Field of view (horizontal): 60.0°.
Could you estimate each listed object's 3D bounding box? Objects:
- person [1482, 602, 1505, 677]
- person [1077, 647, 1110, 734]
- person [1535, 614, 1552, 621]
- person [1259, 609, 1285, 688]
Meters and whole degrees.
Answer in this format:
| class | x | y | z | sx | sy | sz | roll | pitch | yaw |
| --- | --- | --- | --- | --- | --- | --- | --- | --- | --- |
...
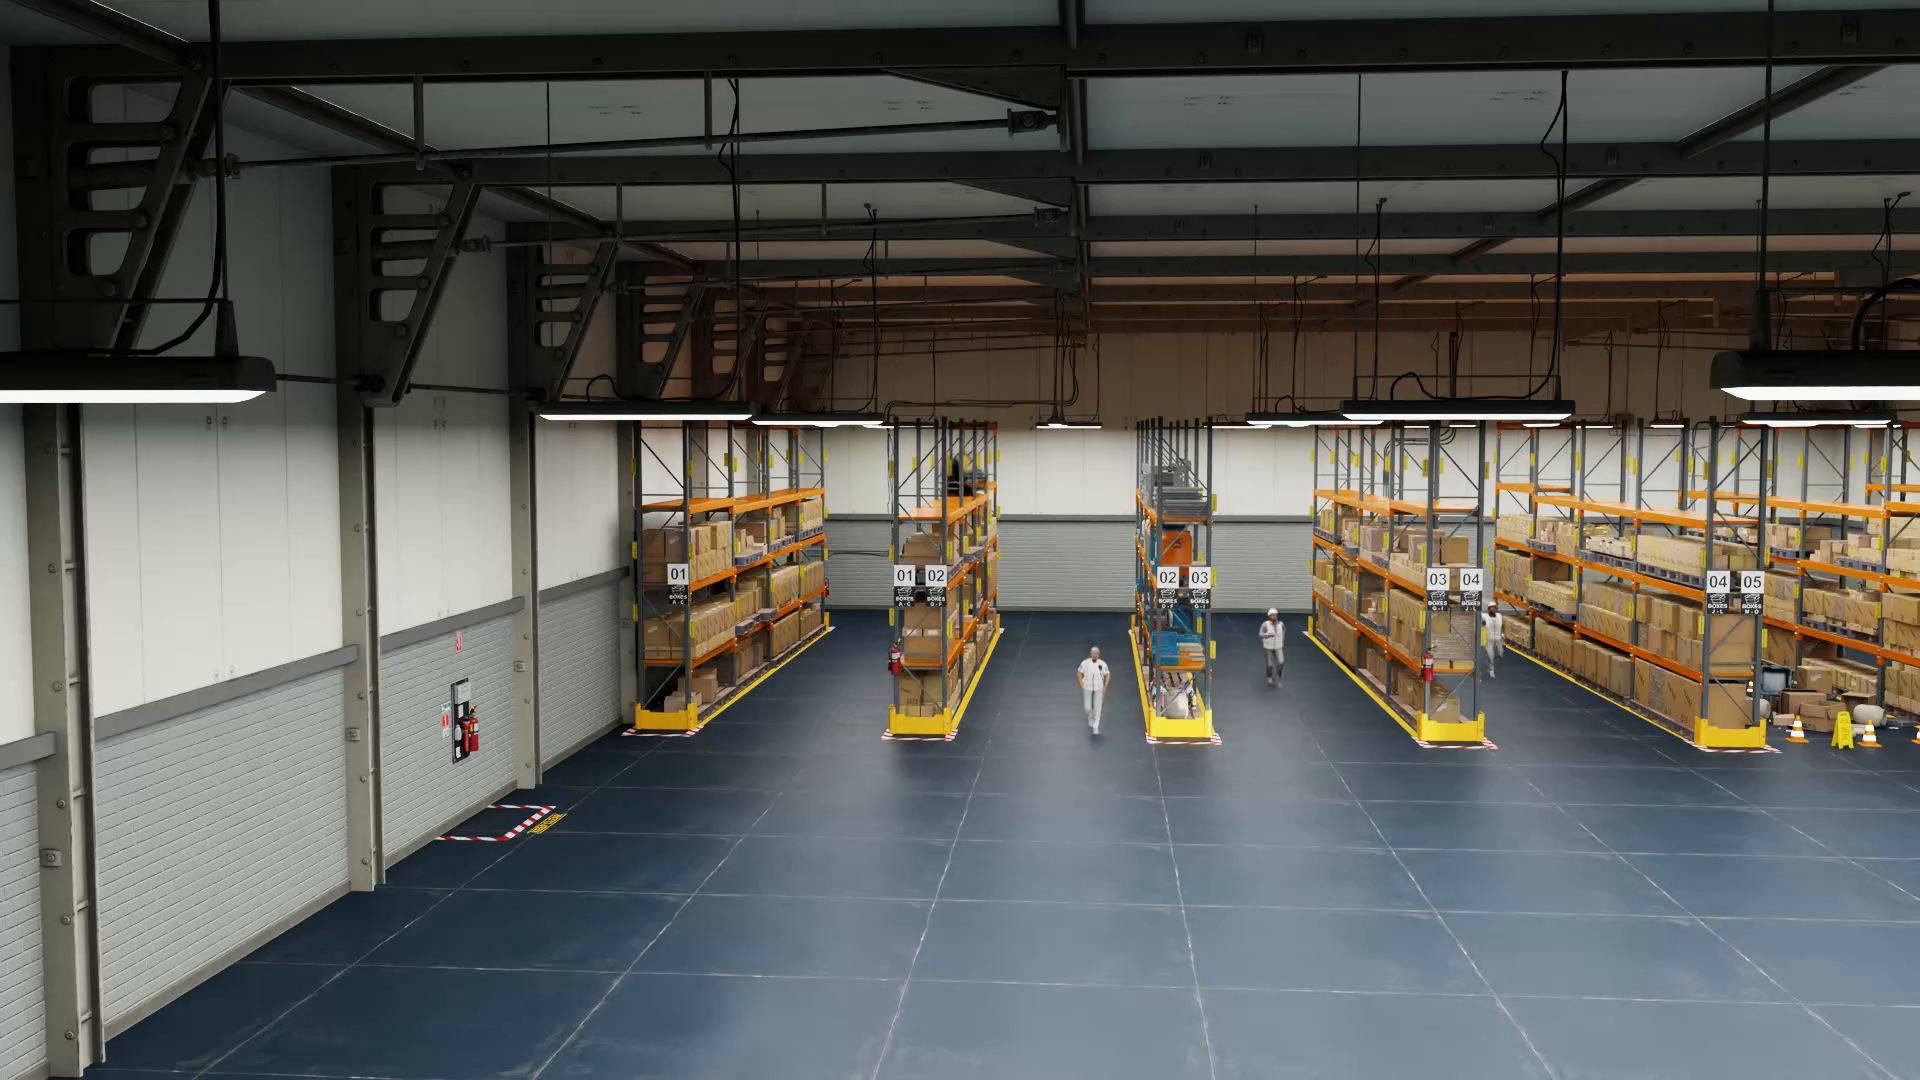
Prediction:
| class | x | y | z | sx | sy | sz | roll | pitch | yaw |
| --- | --- | --- | --- | --- | --- | --- | --- | --- | --- |
| person | 12.451 | 2.320 | 38.946 | 0.718 | 1.739 | 0.627 | 0 | 4 | -5 |
| person | 2.539 | 2.857 | 31.628 | 0.636 | 1.635 | 0.508 | 0 | 4 | 7 |
| person | 16.462 | 1.783 | 47.294 | 1.021 | 1.646 | 0.581 | 0 | 4 | 5 |
| person | 6.998 | 2.420 | 37.243 | 0.640 | 1.795 | 0.777 | 0 | 4 | -1 |
